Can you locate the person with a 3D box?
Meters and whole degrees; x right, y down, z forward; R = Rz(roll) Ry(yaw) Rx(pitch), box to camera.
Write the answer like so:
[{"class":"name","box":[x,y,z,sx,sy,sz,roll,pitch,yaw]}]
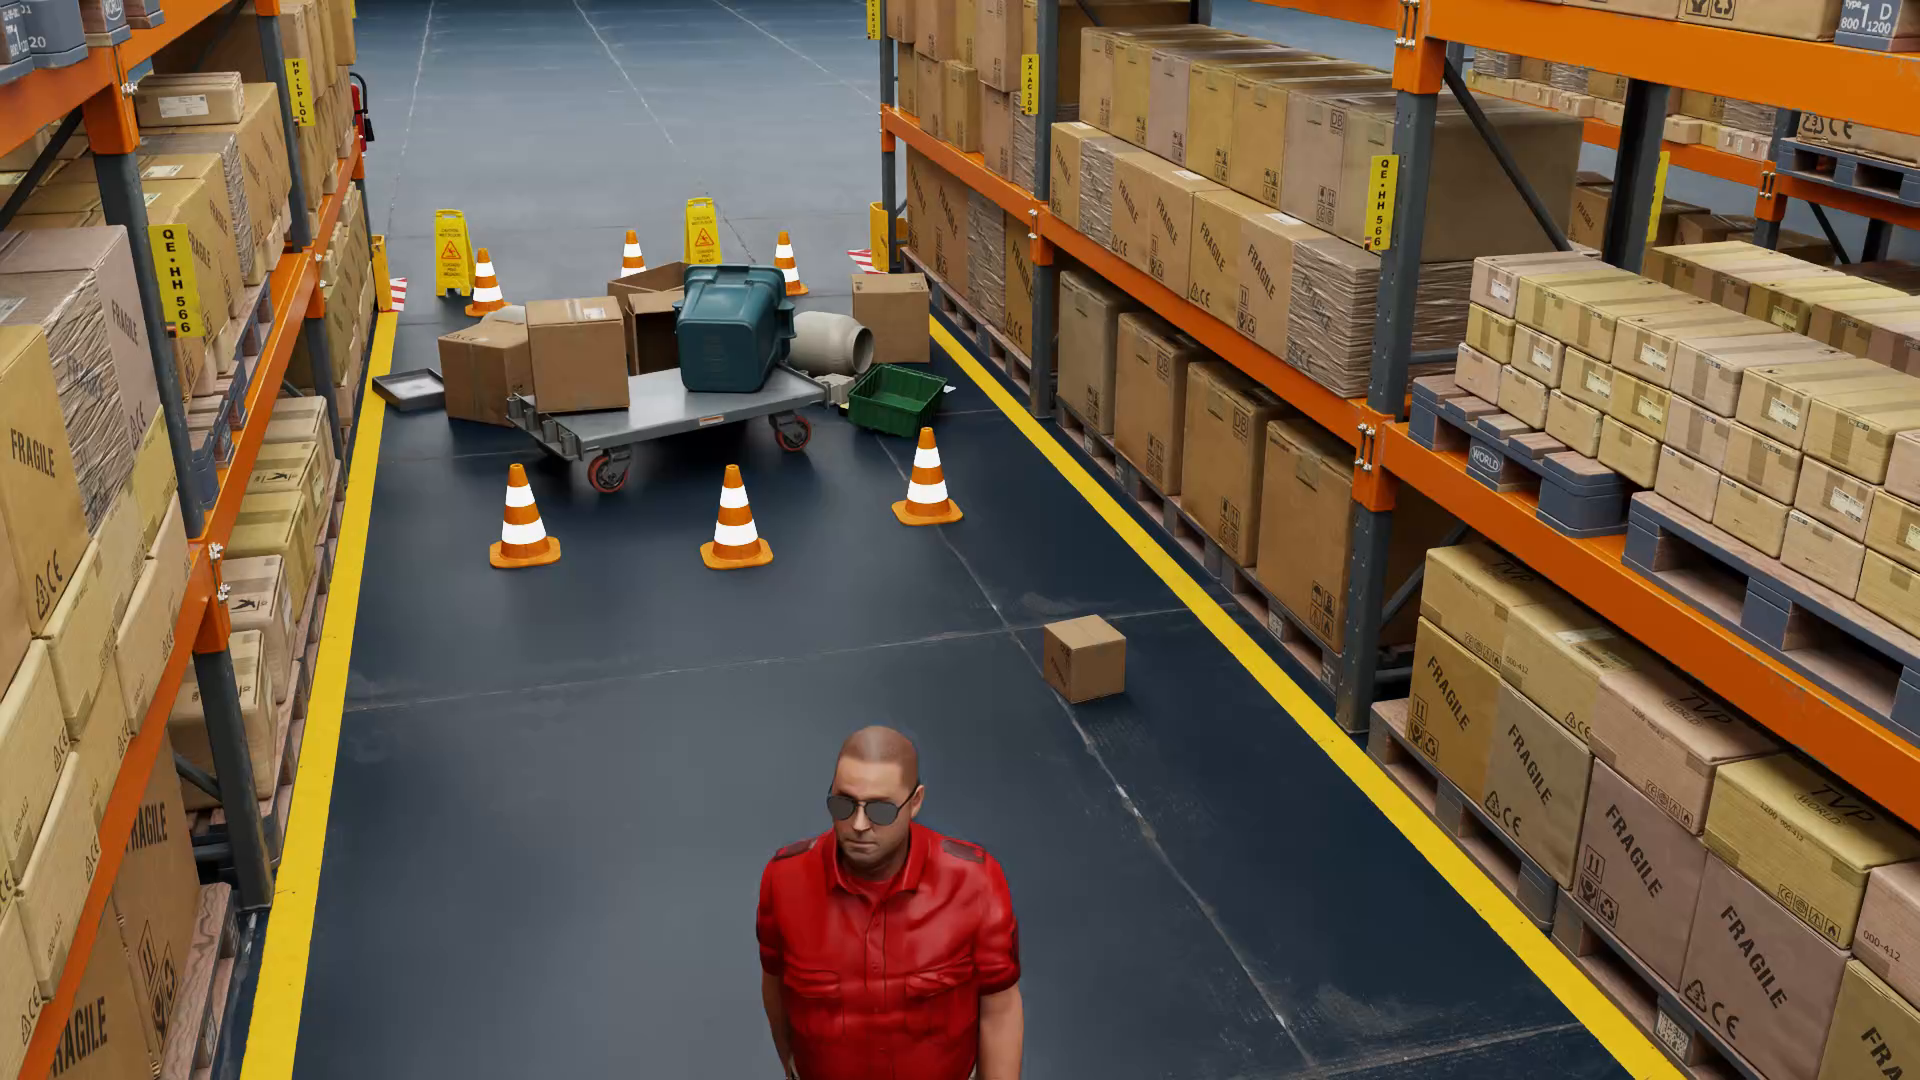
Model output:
[{"class":"person","box":[-0.141,1.150,3.377,0.530,1.677,1.028,0,23,-1]}]
